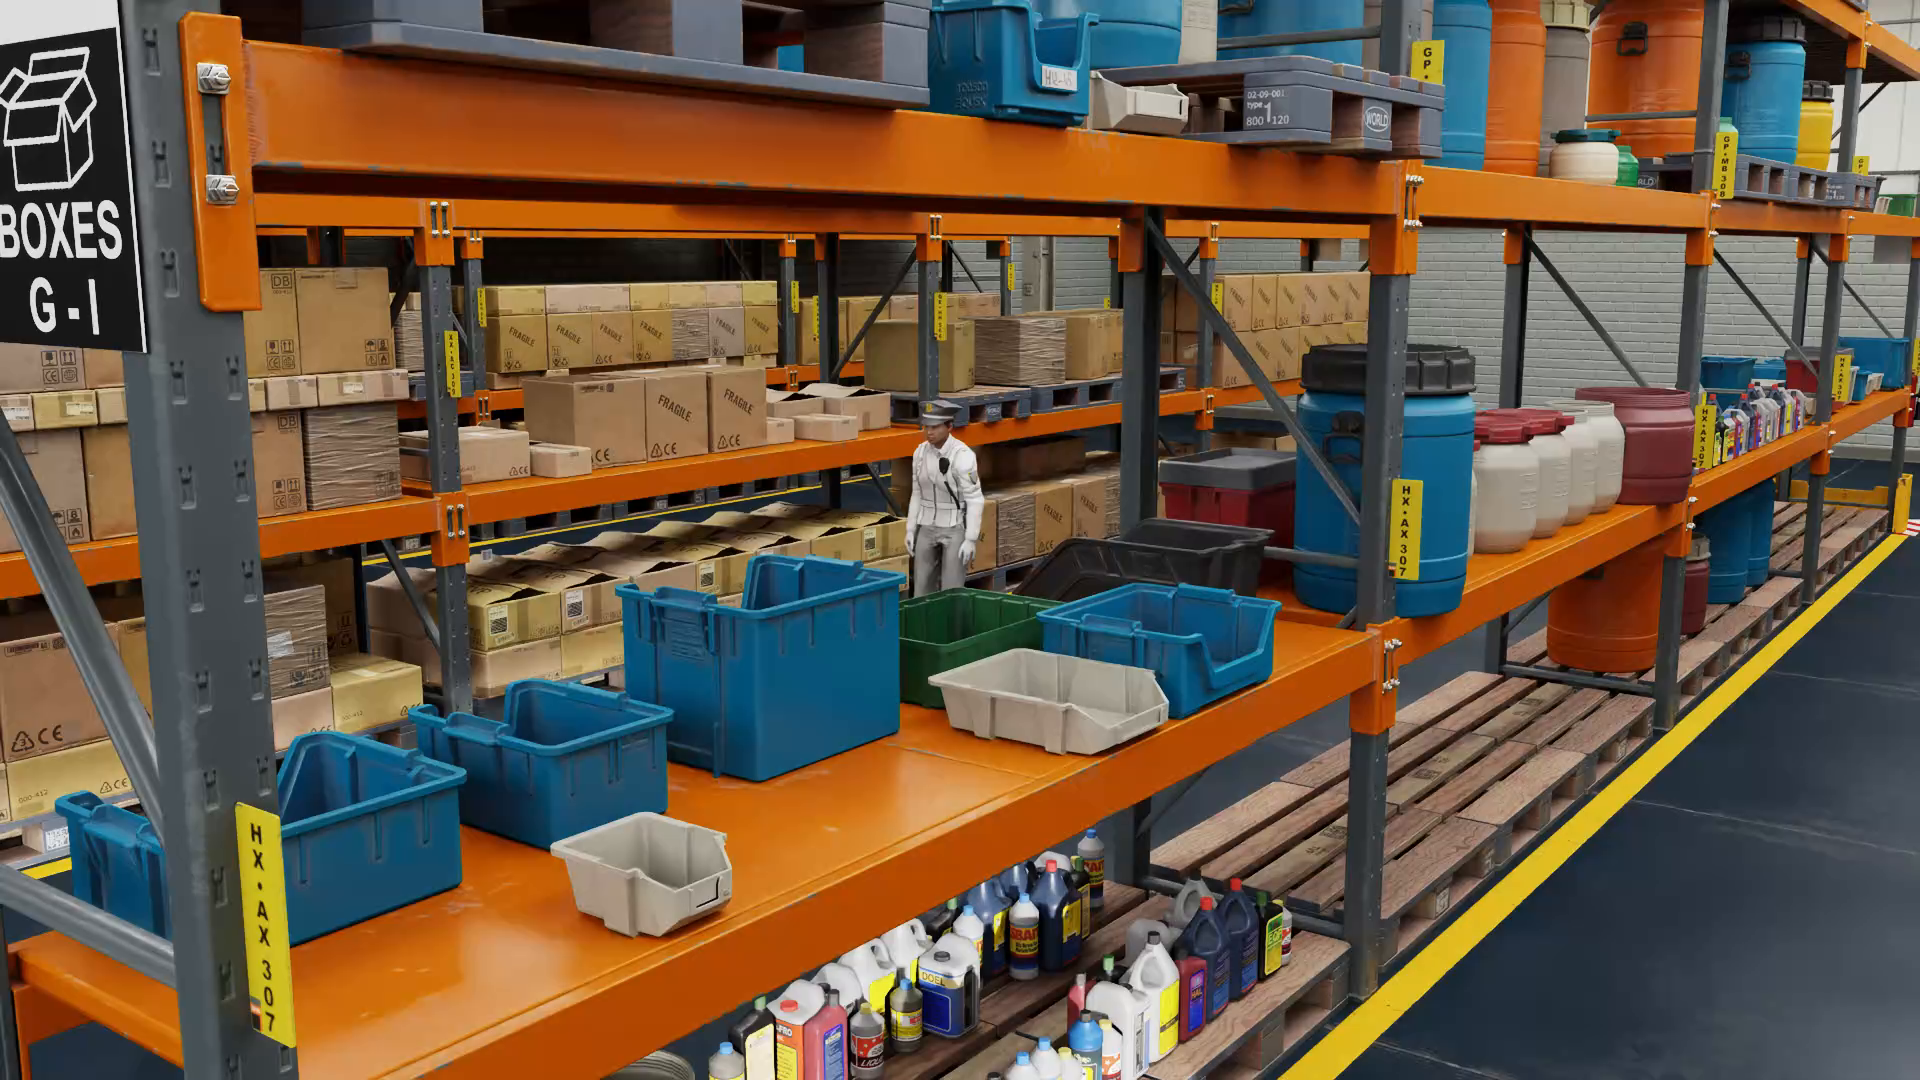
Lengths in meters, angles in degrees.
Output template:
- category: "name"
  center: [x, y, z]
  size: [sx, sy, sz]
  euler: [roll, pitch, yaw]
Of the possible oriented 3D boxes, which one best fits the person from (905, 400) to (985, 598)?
- category: "person"
  center: [-0.114, -0.012, 9.958]
  size: [0.527, 1.663, 0.409]
  euler: [7, 12, 36]
